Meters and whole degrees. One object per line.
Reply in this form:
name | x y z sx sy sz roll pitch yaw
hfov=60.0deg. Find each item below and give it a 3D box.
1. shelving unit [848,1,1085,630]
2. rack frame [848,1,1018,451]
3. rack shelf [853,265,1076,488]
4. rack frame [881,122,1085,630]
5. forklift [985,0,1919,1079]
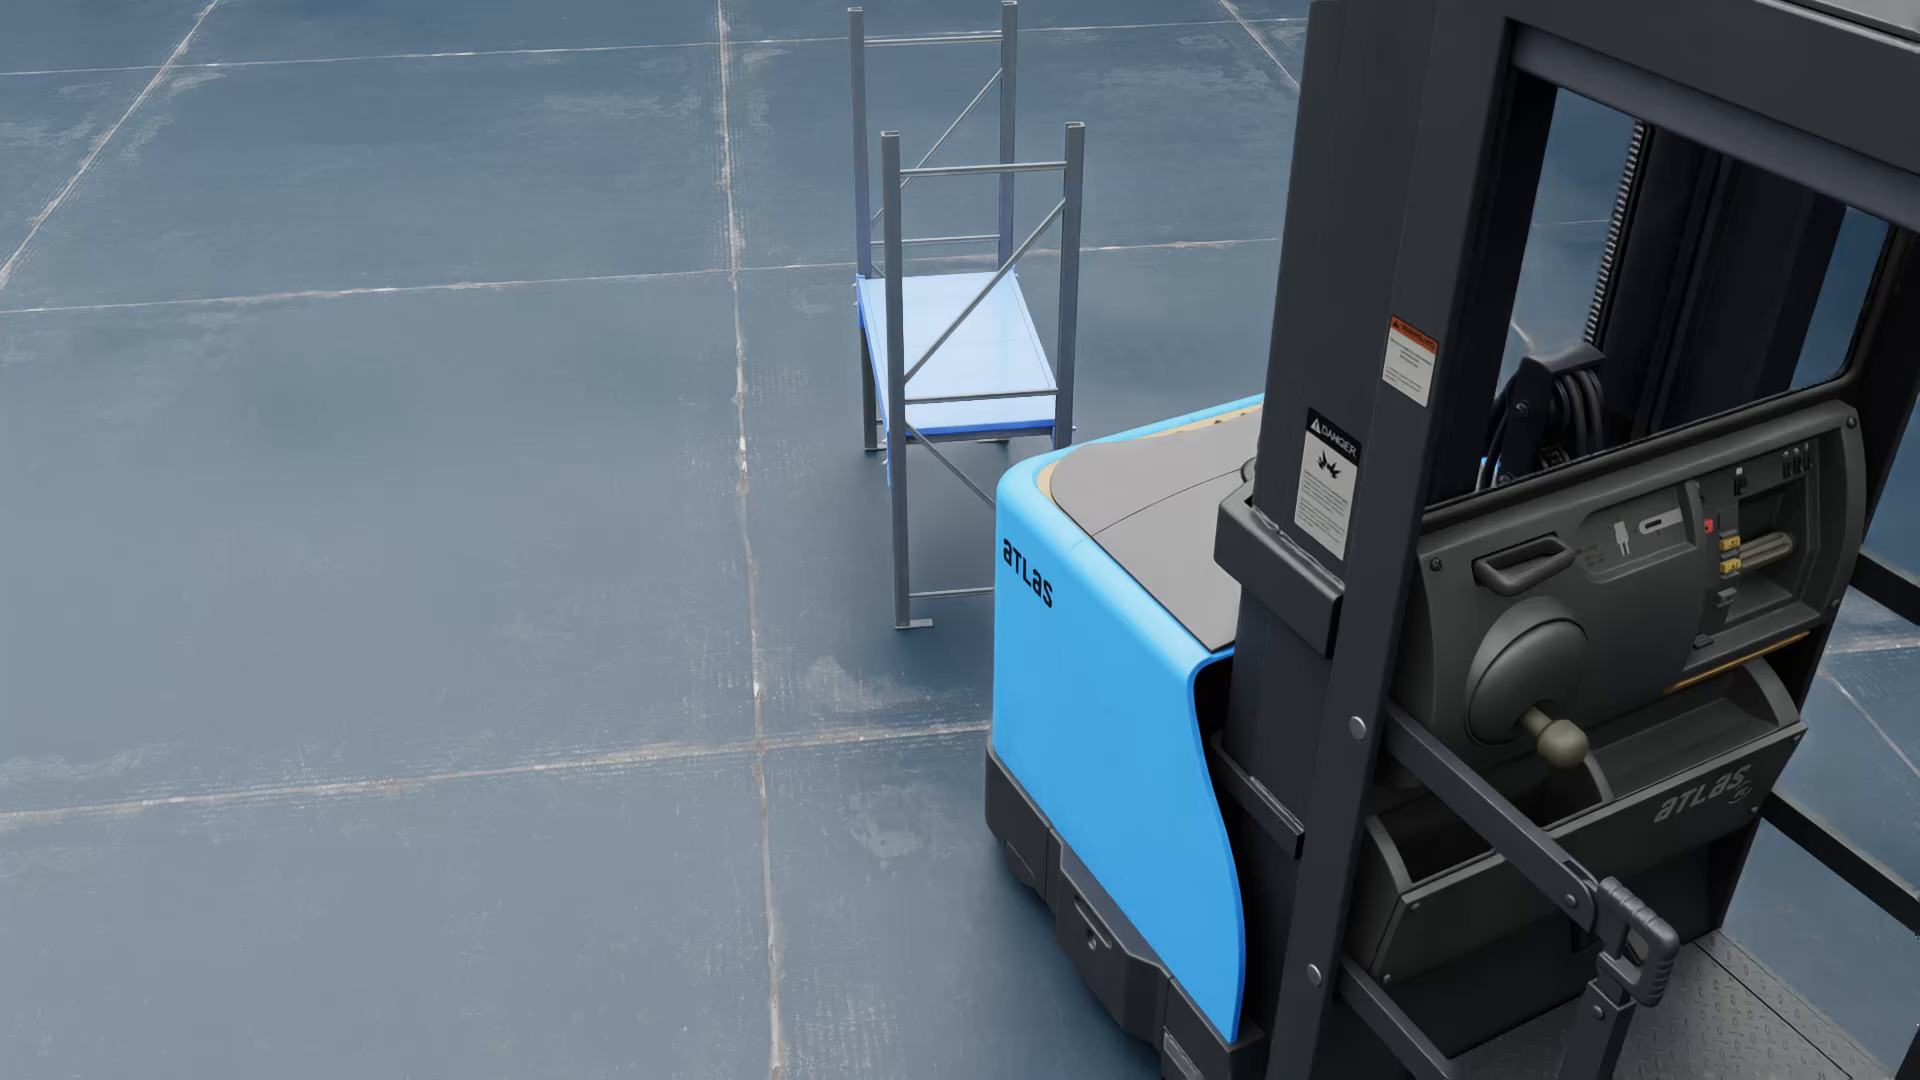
shelving unit | -0.011 -0.667 4.897 0.538 1.500 1.048 -4 35 -6
rack frame | -0.080 -0.951 5.314 0.500 1.500 0.032 -4 35 -6
rack shelf | -0.011 -0.519 4.999 0.538 0.185 1.000 -4 35 -6
rack frame | 0.057 -0.384 4.481 0.500 1.500 0.032 -4 35 -6
forklift | 1.190 0.126 2.463 1.130 2.935 3.031 -16 38 -22
